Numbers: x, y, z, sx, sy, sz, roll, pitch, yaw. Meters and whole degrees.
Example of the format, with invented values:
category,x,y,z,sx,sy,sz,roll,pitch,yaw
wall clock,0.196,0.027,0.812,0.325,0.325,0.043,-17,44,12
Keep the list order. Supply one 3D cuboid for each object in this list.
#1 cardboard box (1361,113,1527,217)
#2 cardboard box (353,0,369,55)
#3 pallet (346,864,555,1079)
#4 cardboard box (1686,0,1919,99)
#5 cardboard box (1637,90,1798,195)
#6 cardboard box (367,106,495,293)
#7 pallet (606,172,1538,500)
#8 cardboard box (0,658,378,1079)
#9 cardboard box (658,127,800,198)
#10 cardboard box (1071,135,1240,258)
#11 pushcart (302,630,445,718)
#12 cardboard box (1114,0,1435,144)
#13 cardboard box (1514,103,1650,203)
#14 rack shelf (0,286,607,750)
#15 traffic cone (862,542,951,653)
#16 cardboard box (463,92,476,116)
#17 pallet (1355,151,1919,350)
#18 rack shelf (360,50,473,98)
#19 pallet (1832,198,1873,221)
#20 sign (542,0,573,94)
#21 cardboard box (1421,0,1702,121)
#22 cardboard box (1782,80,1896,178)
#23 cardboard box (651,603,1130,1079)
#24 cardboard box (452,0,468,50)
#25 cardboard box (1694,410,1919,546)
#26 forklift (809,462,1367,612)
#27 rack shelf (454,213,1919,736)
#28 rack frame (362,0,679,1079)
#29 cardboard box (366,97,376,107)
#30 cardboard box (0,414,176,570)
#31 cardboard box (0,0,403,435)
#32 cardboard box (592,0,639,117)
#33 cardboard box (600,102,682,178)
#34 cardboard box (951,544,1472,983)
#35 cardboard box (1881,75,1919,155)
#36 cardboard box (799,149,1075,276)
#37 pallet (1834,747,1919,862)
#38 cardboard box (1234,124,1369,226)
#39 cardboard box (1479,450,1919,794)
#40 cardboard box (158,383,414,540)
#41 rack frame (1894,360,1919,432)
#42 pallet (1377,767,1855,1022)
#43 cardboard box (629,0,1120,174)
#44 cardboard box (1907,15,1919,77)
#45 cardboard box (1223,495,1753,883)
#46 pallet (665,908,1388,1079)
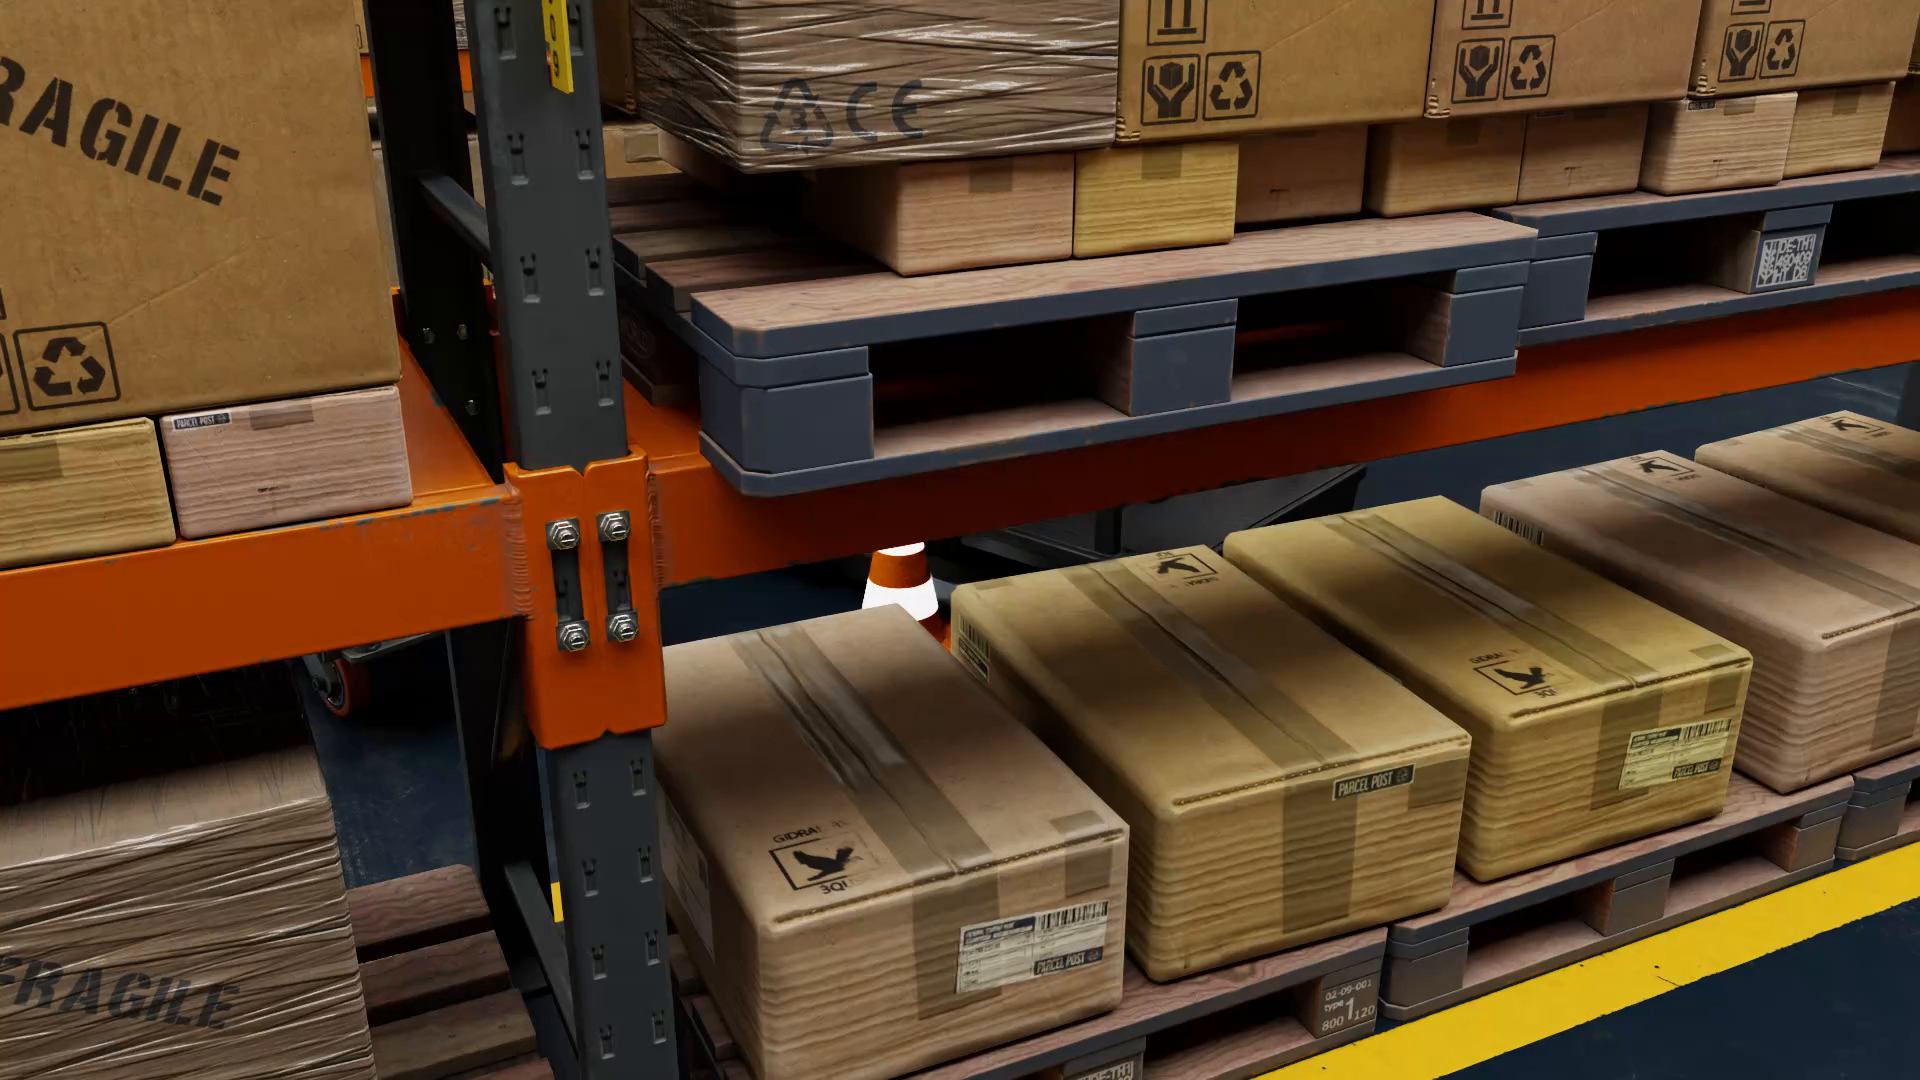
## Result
category,x,y,z,sx,sy,sz,roll,pitch,yaw
cardboard box,0.660,-0.627,2.621,0.250,0.149,0.380,-10,25,-23
cardboard box,-2.323,-2.156,6.405,0.500,0.500,0.500,-10,25,-23
pallet,-1.266,0.986,2.592,1.213,0.211,1.003,-10,25,-24
cardboard box,1.232,-1.032,2.752,0.500,0.500,0.500,-12,25,-26
cardboard box,1.146,-0.693,2.782,0.250,0.149,0.380,-9,24,-22
cardboard box,-2.393,-1.403,7.111,0.750,0.750,1.050,-11,25,-24
pallet,0.076,-0.414,2.579,1.213,0.211,1.003,-10,25,-24
cardboard box,-1.092,0.495,2.198,0.500,0.500,0.500,-11,25,-24
cardboard box,-0.332,-0.684,2.760,0.250,0.149,0.380,-10,25,-23
cardboard box,0.188,-0.525,2.376,0.250,0.149,0.380,-10,24,-23
pushcart,-1.710,0.008,4.736,1.648,0.377,0.936,20,30,40
cardboard box,0.322,-0.866,2.351,0.500,0.500,0.500,-10,25,-23
cardboard box,0.884,-0.667,2.719,0.250,0.149,0.380,-10,25,-23
rack shelf,-2.478,0.238,1.693,4.000,0.370,1.077,-10,25,-24
traffic cone,-0.166,0.058,4.504,0.334,0.463,0.336,-10,25,-24
cardboard box,-3.469,-3.149,11.629,0.500,0.500,0.700,-13,26,-28
pallet,1.163,-0.658,3.169,1.213,0.211,1.003,-10,25,-24
rack shelf,-1.112,-2.114,7.376,4.000,0.370,1.077,-10,25,-24
pallet,2.333,-0.846,3.622,1.003,0.211,1.213,-10,25,-24
sign,-0.434,-0.640,1.742,0.005,0.325,0.100,-10,25,-24
cardboard box,0.774,-0.943,2.537,0.500,0.500,0.500,-11,25,-24
cardboard box,1.373,-0.747,2.913,0.250,0.149,0.380,-11,25,-25
cardboard box,-0.204,0.506,2.991,0.625,0.372,0.950,-10,25,-23
cardboard box,-1.868,-2.240,6.608,0.500,0.500,0.500,-10,25,-23
cardboard box,2.415,0.021,4.164,0.625,0.372,0.950,-12,25,-27
forklift,0.484,-1.202,4.321,3.031,2.935,1.130,17,28,36
rack shelf,1.126,-0.425,3.296,4.000,0.370,1.077,-10,25,-24
rack frame,-0.676,-0.426,2.357,0.127,3.000,1.000,-10,25,-24
cardboard box,-3.973,-3.056,11.405,0.500,0.500,0.700,-11,25,-24
cardboard box,-1.055,-0.108,1.917,0.250,0.149,0.380,-10,24,-22
cardboard box,-0.968,-0.450,1.896,0.500,0.500,0.500,-11,25,-25
cardboard box,-0.359,-0.959,2.577,0.500,0.500,0.500,-11,25,-25
cardboard box,-1.522,-1.562,7.494,0.750,0.750,1.050,-10,25,-24
cardboard box,0.442,0.386,3.282,0.625,0.372,0.950,-9,24,-20
cardboard box,1.564,-0.817,3.082,0.250,0.149,0.380,-10,25,-23
cardboard box,-0.041,-0.487,2.283,0.250,0.149,0.380,-10,25,-23
pallet,2.224,0.328,4.181,1.213,0.211,1.003,-10,25,-24
cardboard box,0.410,-0.598,2.553,0.250,0.149,0.380,-9,24,-20
cardboard box,1.754,0.146,3.861,0.625,0.372,0.950,-11,25,-25
cardboard box,-0.833,-0.151,2.022,0.250,0.149,0.380,-11,25,-24
rack frame,2.928,-1.089,3.960,0.127,3.000,1.000,-10,25,-24
pallet,1.126,0.529,3.696,1.213,0.211,1.003,-10,25,-24
cardboard box,-0.129,-0.782,2.150,0.500,0.500,0.500,-10,24,-22
cardboard box,1.724,-1.122,2.970,0.500,0.500,0.500,-12,25,-27
cardboard box,1.068,0.270,3.562,0.625,0.372,0.950,-10,24,-22
pallet,0.025,0.733,3.203,1.213,0.211,1.003,-10,25,-24
